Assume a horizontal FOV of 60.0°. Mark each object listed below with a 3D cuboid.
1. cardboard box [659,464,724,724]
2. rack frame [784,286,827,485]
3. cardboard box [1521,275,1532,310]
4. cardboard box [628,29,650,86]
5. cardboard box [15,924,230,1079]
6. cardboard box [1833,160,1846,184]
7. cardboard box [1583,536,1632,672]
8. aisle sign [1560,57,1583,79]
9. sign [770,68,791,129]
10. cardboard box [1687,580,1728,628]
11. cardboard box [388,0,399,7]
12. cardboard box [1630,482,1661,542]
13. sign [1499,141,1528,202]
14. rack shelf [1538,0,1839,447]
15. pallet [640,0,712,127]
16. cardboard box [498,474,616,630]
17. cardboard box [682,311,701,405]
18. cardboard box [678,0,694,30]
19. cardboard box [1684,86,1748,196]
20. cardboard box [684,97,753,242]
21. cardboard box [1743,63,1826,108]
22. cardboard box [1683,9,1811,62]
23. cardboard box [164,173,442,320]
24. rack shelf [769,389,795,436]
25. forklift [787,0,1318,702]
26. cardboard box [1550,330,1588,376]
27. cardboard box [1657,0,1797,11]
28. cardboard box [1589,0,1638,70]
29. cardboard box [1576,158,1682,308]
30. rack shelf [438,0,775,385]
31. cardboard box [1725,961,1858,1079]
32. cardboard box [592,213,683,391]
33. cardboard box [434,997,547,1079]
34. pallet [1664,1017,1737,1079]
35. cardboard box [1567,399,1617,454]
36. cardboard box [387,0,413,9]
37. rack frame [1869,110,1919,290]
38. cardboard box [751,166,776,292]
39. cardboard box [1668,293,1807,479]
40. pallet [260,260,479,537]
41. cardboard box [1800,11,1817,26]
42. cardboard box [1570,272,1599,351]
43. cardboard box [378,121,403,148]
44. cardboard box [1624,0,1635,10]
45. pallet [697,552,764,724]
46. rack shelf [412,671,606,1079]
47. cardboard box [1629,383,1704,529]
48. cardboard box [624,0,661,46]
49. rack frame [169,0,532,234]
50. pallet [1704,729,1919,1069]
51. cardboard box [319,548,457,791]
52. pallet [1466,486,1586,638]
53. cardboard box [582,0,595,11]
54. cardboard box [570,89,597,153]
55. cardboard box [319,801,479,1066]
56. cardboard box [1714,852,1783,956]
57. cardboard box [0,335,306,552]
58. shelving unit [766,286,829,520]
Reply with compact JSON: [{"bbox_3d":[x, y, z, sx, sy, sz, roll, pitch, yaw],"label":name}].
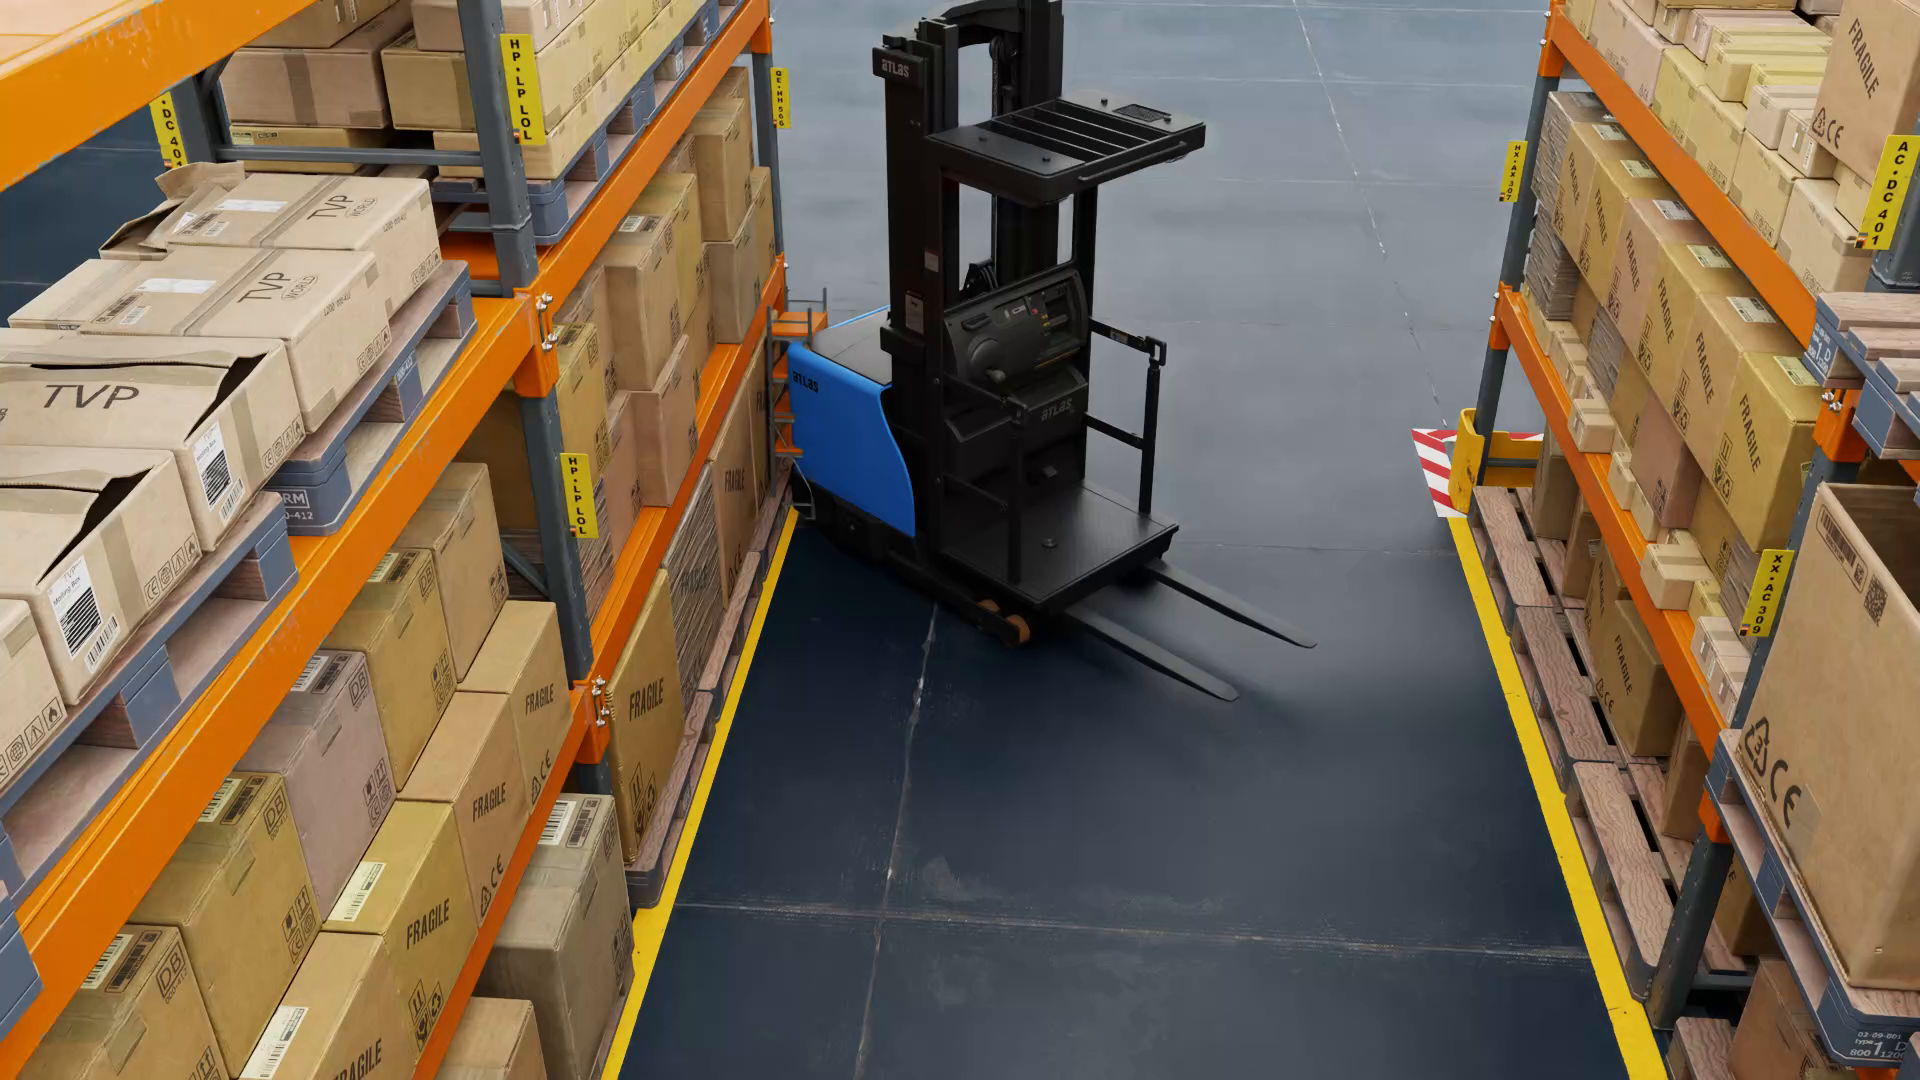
[{"bbox_3d":[-1.636,0.222,7.655,0.875,0.875,0.875,3,32,4],"label":"cardboard box"},{"bbox_3d":[-0.873,-0.856,9.506,0.240,1.200,0.015,3,21,5],"label":"rack frame"},{"bbox_3d":[3.173,-1.287,8.719,0.380,0.149,0.250,2,32,4],"label":"cardboard box"},{"bbox_3d":[-1.377,-1.805,6.205,0.380,0.149,0.250,2,32,3],"label":"cardboard box"},{"bbox_3d":[-2.026,1.150,3.476,0.700,0.500,0.500,2,32,3],"label":"cardboard box"},{"bbox_3d":[2.960,-1.142,5.148,0.380,0.149,0.250,3,32,5],"label":"cardboard box"},{"bbox_3d":[3.282,0.319,7.856,0.500,0.500,0.500,5,32,9],"label":"cardboard box"},{"bbox_3d":[3.140,-2.685,8.270,0.394,0.787,0.004,2,32,4],"label":"aisle sign"},{"bbox_3d":[-0.961,-2.361,8.892,0.100,0.325,0.005,2,32,4],"label":"sign"},{"bbox_3d":[2.943,0.282,6.172,0.380,0.149,0.250,2,32,4],"label":"cardboard box"},{"bbox_3d":[-2.073,-1.905,5.607,0.380,0.149,0.250,2,32,4],"label":"cardboard box"},{"bbox_3d":[2.984,-0.111,6.810,0.380,0.149,0.250,2,32,4],"label":"cardboard box"},{"bbox_3d":[2.894,-1.925,8.689,0.100,0.325,0.005,2,32,4],"label":"sign"},{"bbox_3d":[3.271,-1.458,6.583,1.077,0.370,4.000,2,32,4],"label":"rack shelf"},{"bbox_3d":[-1.648,-2.009,6.876,1.003,0.211,1.213,2,32,4],"label":"pallet"},{"bbox_3d":[-1.809,0.037,6.188,0.875,0.550,0.550,2,32,4],"label":"cardboard box"},{"bbox_3d":[-1.682,-0.811,7.563,0.875,0.550,0.500,2,32,4],"label":"cardboard box"},{"bbox_3d":[-1.315,-2.203,6.851,0.380,0.149,0.250,3,32,5],"label":"cardboard box"},{"bbox_3d":[2.975,-1.443,6.017,0.500,0.250,0.500,2,32,4],"label":"cardboard box"},{"bbox_3d":[-1.523,-1.837,8.200,0.875,0.550,0.550,2,32,4],"label":"cardboard box"},{"bbox_3d":[2.985,-1.554,5.817,0.380,0.149,0.250,4,32,6],"label":"cardboard box"},{"bbox_3d":[3.068,-1.971,6.492,0.380,0.149,0.250,2,32,3],"label":"cardboard box"},{"bbox_3d":[-1.725,-0.764,4.419,0.500,0.250,0.500,3,32,5],"label":"cardboard box"},{"bbox_3d":[-0.895,-0.706,9.304,0.258,0.148,0.480,3,21,5],"label":"rack shelf"},{"bbox_3d":[0.436,-1.010,8.096,1.130,2.935,3.031,-27,41,-36],"label":"forklift"},{"bbox_3d":[3.099,-0.895,8.083,0.380,0.149,0.250,2,32,4],"label":"cardboard box"},{"bbox_3d":[3.044,-2.427,6.615,0.500,0.500,0.500,2,32,4],"label":"cardboard box"},{"bbox_3d":[3.102,-2.235,7.302,0.500,0.250,0.500,2,32,3],"label":"cardboard box"},{"bbox_3d":[3.031,-1.329,7.216,0.500,0.500,0.500,2,32,4],"label":"cardboard box"},{"bbox_3d":[-1.664,-1.723,7.013,1.077,0.370,4.000,2,32,4],"label":"rack shelf"},{"bbox_3d":[3.037,1.756,5.505,0.700,0.500,0.500,0,32,0],"label":"cardboard box"},{"bbox_3d":[-1.652,-0.990,6.825,0.875,0.550,0.550,2,32,4],"label":"cardboard box"},{"bbox_3d":[-1.870,1.906,5.043,1.050,0.750,0.750,2,32,4],"label":"cardboard box"},{"bbox_3d":[3.047,2.153,5.555,1.003,0.211,1.213,2,32,4],"label":"pallet"},{"bbox_3d":[2.955,-0.507,7.453,0.380,0.149,0.250,2,32,4],"label":"cardboard box"},{"bbox_3d":[-2.001,-1.800,5.816,0.500,0.250,0.500,2,32,4],"label":"cardboard box"},{"bbox_3d":[3.109,-1.995,3.910,1.000,3.000,0.127,2,32,4],"label":"rack frame"},{"bbox_3d":[-1.486,-1.665,8.950,0.875,0.550,0.550,2,32,4],"label":"cardboard box"},{"bbox_3d":[2.910,-0.545,5.943,0.500,0.500,0.500,2,32,4],"label":"cardboard box"},{"bbox_3d":[-1.852,-0.420,4.396,0.805,0.209,1.217,1,32,2],"label":"pallet"},{"bbox_3d":[3.610,-2.077,6.665,0.380,0.149,0.250,1,32,2],"label":"cardboard box"},{"bbox_3d":[3.441,-1.149,7.877,0.875,0.500,0.500,2,32,4],"label":"cardboard box"},{"bbox_3d":[-2.095,-1.433,5.601,0.380,0.149,0.250,3,32,5],"label":"cardboard box"},{"bbox_3d":[3.073,-2.373,7.146,0.380,0.149,0.250,4,32,6],"label":"cardboard box"},{"bbox_3d":[-1.590,0.447,8.323,1.003,0.211,1.213,2,32,4],"label":"pallet"},{"bbox_3d":[-1.989,1.646,4.406,1.077,0.370,4.000,2,32,4],"label":"rack shelf"},{"bbox_3d":[3.223,-0.369,6.611,0.875,0.500,0.500,2,32,4],"label":"cardboard box"},{"bbox_3d":[-1.428,-2.039,6.204,0.500,0.250,0.500,2,32,3],"label":"cardboard box"},{"bbox_3d":[-1.827,-2.260,4.340,1.000,3.000,0.127,2,32,4],"label":"rack frame"},{"bbox_3d":[2.901,1.034,4.896,1.003,0.211,1.213,2,32,4],"label":"pallet"},{"bbox_3d":[-1.901,0.355,4.767,0.700,0.500,0.500,2,32,3],"label":"cardboard box"},{"bbox_3d":[3.327,0.117,8.859,1.003,0.211,1.213,2,32,4],"label":"pallet"},{"bbox_3d":[-1.418,-1.878,5.564,0.380,0.149,0.250,2,32,4],"label":"cardboard box"},{"bbox_3d":[-1.439,-1.409,5.562,0.380,0.149,0.250,3,32,4],"label":"cardboard box"},{"bbox_3d":[-1.685,1.064,4.569,0.500,0.500,0.500,3,32,5],"label":"cardboard box"},{"bbox_3d":[3.181,1.237,6.367,0.500,0.500,0.500,2,32,2],"label":"cardboard box"},{"bbox_3d":[-1.750,-0.240,3.511,0.500,0.311,0.500,1,32,2],"label":"cardboard box"},{"bbox_3d":[-0.895,-0.768,9.280,0.258,1.200,0.503,3,21,5],"label":"shelving unit"}]
